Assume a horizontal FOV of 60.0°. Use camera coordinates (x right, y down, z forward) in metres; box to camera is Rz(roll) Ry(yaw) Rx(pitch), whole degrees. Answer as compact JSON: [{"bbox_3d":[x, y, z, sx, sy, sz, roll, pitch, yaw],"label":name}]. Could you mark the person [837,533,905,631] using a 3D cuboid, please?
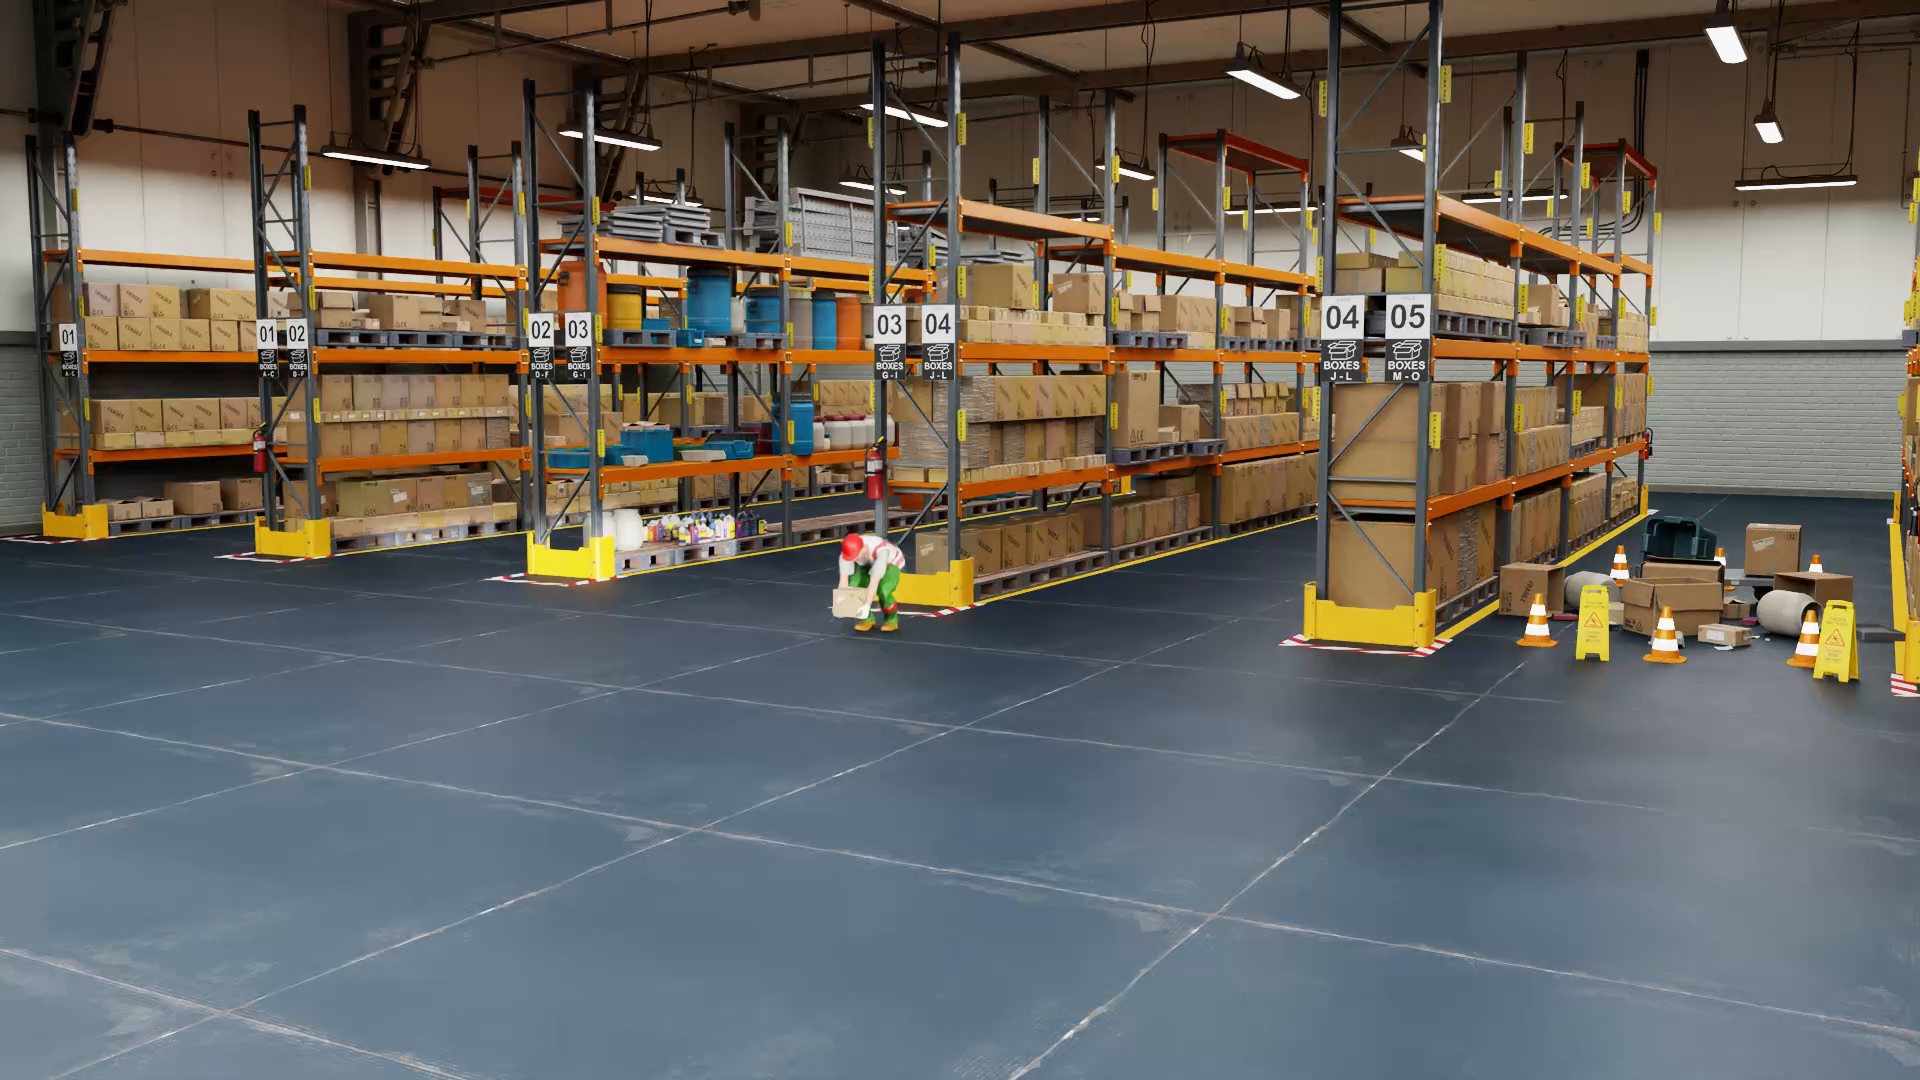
[{"bbox_3d":[-0.868,0.397,16.019,0.528,0.990,0.933,3,7,27],"label":"person"}]
